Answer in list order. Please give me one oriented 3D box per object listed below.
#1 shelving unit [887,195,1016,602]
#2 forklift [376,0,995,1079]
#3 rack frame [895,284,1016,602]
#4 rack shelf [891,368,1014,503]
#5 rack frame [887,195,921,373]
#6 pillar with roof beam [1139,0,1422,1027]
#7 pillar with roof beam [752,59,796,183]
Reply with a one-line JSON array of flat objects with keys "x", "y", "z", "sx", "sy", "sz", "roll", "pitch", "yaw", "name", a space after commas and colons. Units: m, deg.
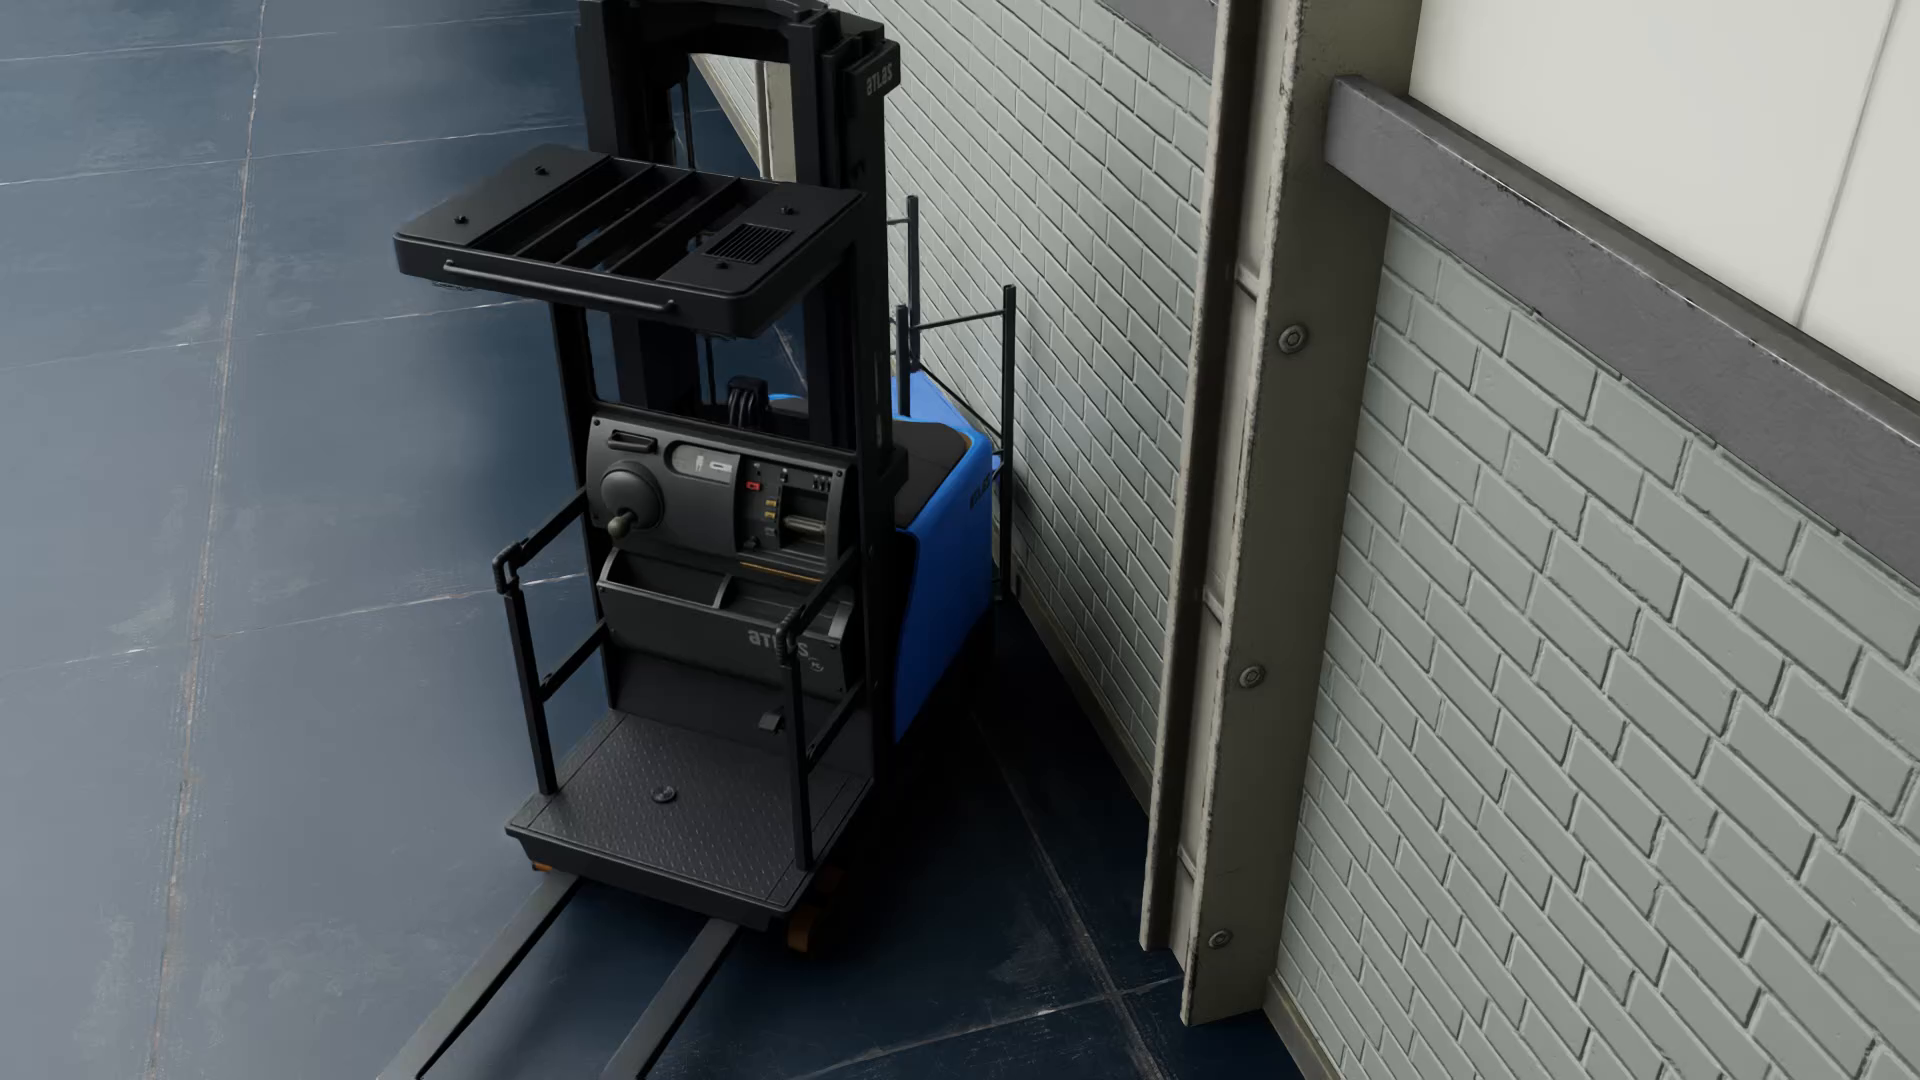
[{"x": -0.216, "y": -0.578, "z": 7.262, "sx": 0.538, "sy": 1.500, "sz": 1.048, "roll": -13, "pitch": 36, "yaw": -19, "name": "shelving unit"}, {"x": -0.873, "y": -0.088, "z": 5.225, "sx": 1.130, "sy": 2.935, "sz": 3.031, "roll": 12, "pitch": 35, "yaw": 18, "name": "forklift"}, {"x": -0.013, "y": -0.321, "z": 6.873, "sx": 0.500, "sy": 1.500, "sz": 0.032, "roll": -13, "pitch": 36, "yaw": -19, "name": "rack frame"}, {"x": -0.215, "y": -0.428, "z": 7.361, "sx": 0.538, "sy": 0.185, "sz": 1.000, "roll": -13, "pitch": 36, "yaw": -19, "name": "rack shelf"}, {"x": -0.418, "y": -0.835, "z": 7.652, "sx": 0.500, "sy": 1.500, "sz": 0.032, "roll": -13, "pitch": 36, "yaw": -19, "name": "rack frame"}, {"x": -3.283, "y": -1.587, "z": 1.988, "sx": 9.100, "sy": 9.000, "sz": 0.400, "roll": -10, "pitch": 35, "yaw": -15, "name": "pillar with roof beam"}, {"x": -5.113, "y": -4.737, "z": 6.756, "sx": 9.100, "sy": 9.000, "sz": 0.400, "roll": -10, "pitch": 35, "yaw": -15, "name": "pillar with roof beam"}]
